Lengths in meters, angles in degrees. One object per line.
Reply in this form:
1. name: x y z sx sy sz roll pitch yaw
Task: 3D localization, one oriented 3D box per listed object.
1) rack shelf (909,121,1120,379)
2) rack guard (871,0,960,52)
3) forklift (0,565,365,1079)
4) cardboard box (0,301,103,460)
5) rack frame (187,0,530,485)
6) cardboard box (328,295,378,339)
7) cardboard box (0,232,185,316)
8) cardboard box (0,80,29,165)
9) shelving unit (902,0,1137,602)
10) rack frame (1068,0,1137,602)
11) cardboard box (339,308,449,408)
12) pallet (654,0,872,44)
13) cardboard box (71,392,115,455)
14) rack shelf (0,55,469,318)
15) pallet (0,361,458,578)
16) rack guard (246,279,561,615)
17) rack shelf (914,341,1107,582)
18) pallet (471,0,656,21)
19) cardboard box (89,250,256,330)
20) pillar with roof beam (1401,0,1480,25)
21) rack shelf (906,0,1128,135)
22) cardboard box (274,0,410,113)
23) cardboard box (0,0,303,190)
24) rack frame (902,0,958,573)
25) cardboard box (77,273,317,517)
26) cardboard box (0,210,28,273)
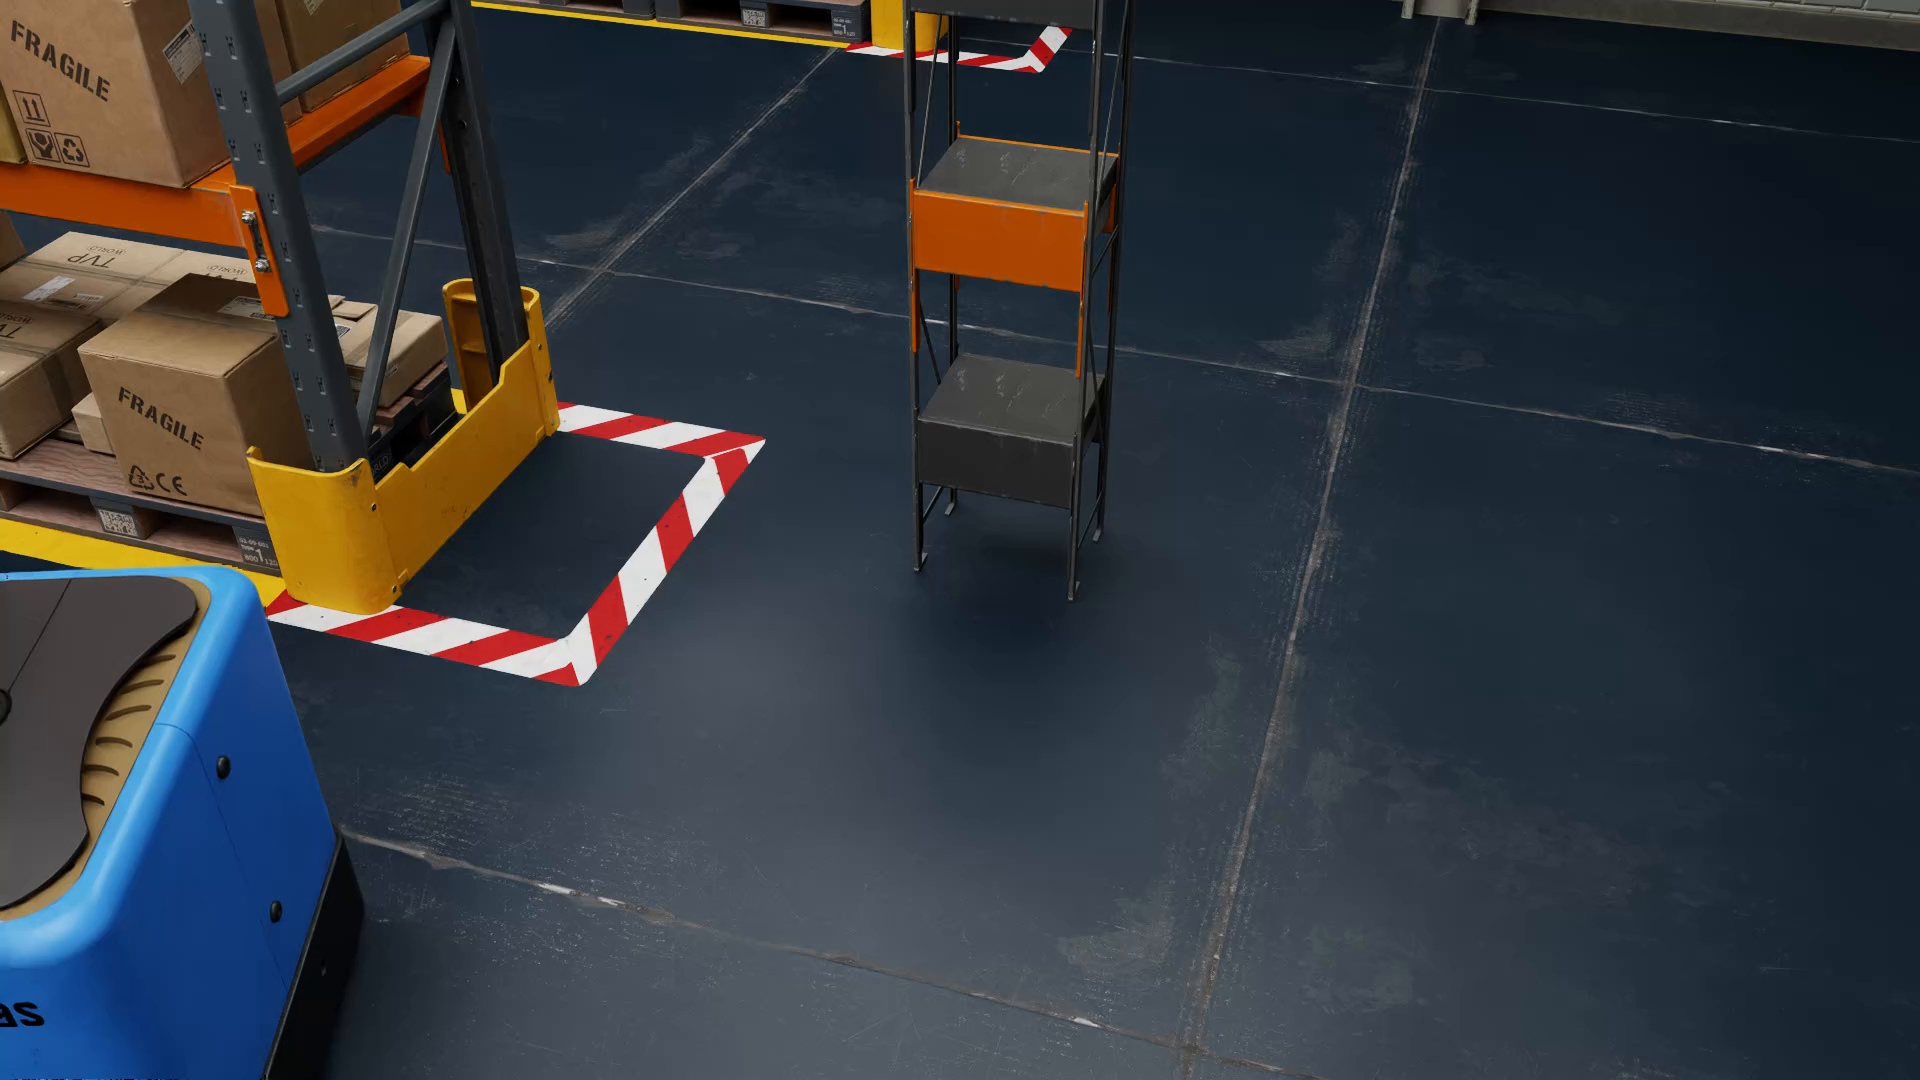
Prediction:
1. rack shelf: 0.158 -0.805 4.596 0.480 0.518 0.431 10 38 14
2. rack guard: -0.146 -3.114 9.059 0.348 0.500 1.175 10 38 14
3. forklift: -2.892 0.070 2.682 3.031 2.935 1.130 -2 36 -3
4. cardboard box: -3.133 -0.533 5.392 0.500 0.250 0.500 10 38 14
5. rack frame: -1.642 -1.322 4.515 0.127 3.000 1.000 10 38 14
6. cardboard box: -2.178 -0.670 5.649 0.250 0.166 0.380 10 38 14
7. cardboard box: -3.031 -0.825 5.789 0.500 0.250 0.500 10 38 14
8. cardboard box: -2.647 -1.377 4.506 0.500 0.500 0.500 11 38 14
9. shelving unit: 0.158 -0.816 4.588 0.503 2.100 0.431 10 38 14
10. rack frame: 0.391 -0.773 4.529 0.015 2.100 0.400 10 38 14
11. cardboard box: -1.940 -0.619 5.595 0.250 0.149 0.380 10 38 14
12. pallet: -0.955 -3.099 9.283 1.213 0.211 1.003 10 38 14
13. cardboard box: -2.595 -0.437 5.332 0.250 0.166 0.380 10 38 14
14. rack shelf: -3.551 -1.385 5.209 4.000 0.370 1.077 10 38 14
15. pallet: -2.476 -0.352 5.551 1.213 0.211 1.003 10 38 14
16. rack guard: -1.715 -0.328 5.274 0.348 0.500 1.175 10 38 14
17. rack shelf: 0.158 -0.242 5.011 0.480 0.518 0.431 10 38 14
18. pallet: -2.116 -3.316 9.577 1.213 0.211 1.003 10 38 14
19. cardboard box: -2.554 -0.736 5.668 0.500 0.250 0.500 10 38 14
20. pillar with roof beam: 1.382 -4.118 3.253 0.400 9.000 9.100 10 38 14
21. rack shelf: 0.158 -1.369 4.181 0.480 0.518 0.431 10 38 14
22. cardboard box: -1.987 -1.589 4.795 0.500 0.500 0.500 11 38 15
23. cardboard box: -2.151 -1.287 4.384 0.500 0.500 0.500 12 38 15
24. rack frame: -0.075 -0.860 4.646 0.015 2.100 0.400 10 38 14
25. cardboard box: -2.235 -0.449 5.067 0.500 0.500 0.500 10 38 14
26. cardboard box: -3.666 -0.871 5.638 0.637 0.503 0.797 10 38 14
